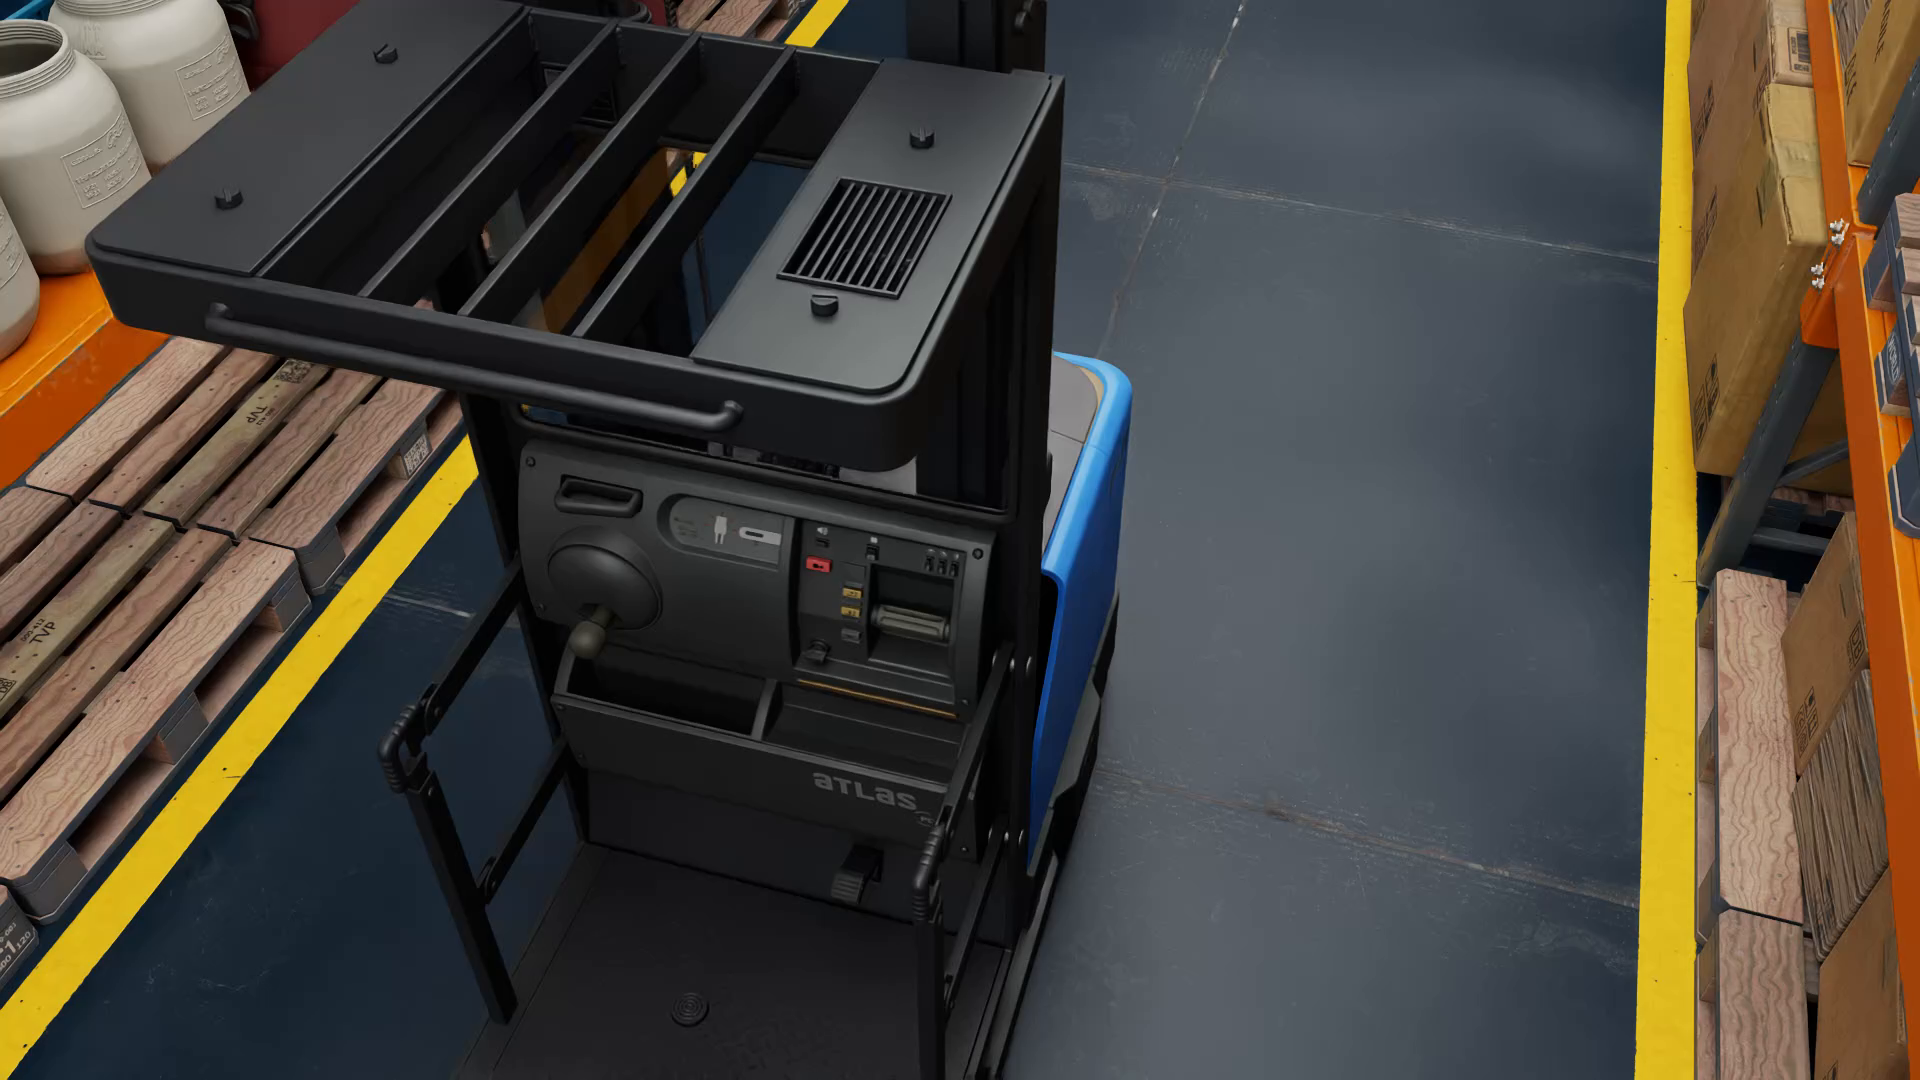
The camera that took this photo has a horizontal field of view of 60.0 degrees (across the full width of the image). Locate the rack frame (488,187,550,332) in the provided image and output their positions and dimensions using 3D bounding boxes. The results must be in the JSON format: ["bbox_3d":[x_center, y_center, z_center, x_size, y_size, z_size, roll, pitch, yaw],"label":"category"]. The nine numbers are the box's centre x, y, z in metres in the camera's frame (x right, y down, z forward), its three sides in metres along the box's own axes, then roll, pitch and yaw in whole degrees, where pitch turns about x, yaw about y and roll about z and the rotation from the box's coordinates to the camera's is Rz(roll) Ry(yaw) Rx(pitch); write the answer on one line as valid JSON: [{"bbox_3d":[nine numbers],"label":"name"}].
[{"bbox_3d":[-1.969,-1.907,5.055,1.000,3.000,0.127,13,46,13],"label":"rack frame"}]

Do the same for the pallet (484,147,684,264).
[{"bbox_3d":[-1.770,-1.445,6.576,1.003,0.211,1.213,13,46,13],"label":"pallet"}]

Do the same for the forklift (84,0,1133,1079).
[{"bbox_3d":[-0.455,0.173,2.978,1.130,2.935,3.031,12,46,12],"label":"forklift"}]

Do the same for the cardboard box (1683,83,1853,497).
[{"bbox_3d":[2.980,-0.705,5.044,1.225,0.875,0.875,11,45,11],"label":"cardboard box"}]

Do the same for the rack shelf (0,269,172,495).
[{"bbox_3d":[-2.575,-0.317,3.944,1.077,0.370,4.000,13,46,13],"label":"rack shelf"}]

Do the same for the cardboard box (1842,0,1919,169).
[{"bbox_3d":[2.665,-1.276,4.337,0.500,0.500,0.500,14,46,14],"label":"cardboard box"}]

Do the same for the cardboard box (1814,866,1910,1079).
[{"bbox_3d":[2.247,1.080,3.474,0.700,0.500,0.500,16,47,16],"label":"cardboard box"}]

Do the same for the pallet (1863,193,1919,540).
[{"bbox_3d":[2.637,-0.292,3.541,1.213,0.211,1.003,13,46,13],"label":"pallet"}]

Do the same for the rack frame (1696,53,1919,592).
[{"bbox_3d":[2.752,-0.858,3.982,1.000,3.000,0.127,13,46,13],"label":"rack frame"}]

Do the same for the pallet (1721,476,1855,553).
[{"bbox_3d":[3.062,-0.371,5.478,1.003,0.211,1.213,13,46,13],"label":"pallet"}]

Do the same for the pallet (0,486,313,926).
[{"bbox_3d":[-2.612,0.408,4.682,1.003,0.211,1.213,13,46,13],"label":"pallet"}]

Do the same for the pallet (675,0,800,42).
[{"bbox_3d":[-1.399,-2.256,7.404,1.003,0.211,1.213,13,46,13],"label":"pallet"}]

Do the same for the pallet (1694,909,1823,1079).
[{"bbox_3d":[2.142,1.469,3.597,1.003,0.211,1.213,13,46,13],"label":"pallet"}]

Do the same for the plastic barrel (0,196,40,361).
[{"bbox_3d":[-2.328,-0.658,3.681,0.433,0.535,0.433,0,44,0],"label":"plastic barrel"}]

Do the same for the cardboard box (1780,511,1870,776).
[{"bbox_3d":[2.568,0.329,4.242,0.700,0.500,0.500,10,45,10],"label":"cardboard box"}]

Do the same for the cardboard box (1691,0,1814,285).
[{"bbox_3d":[3.258,-1.297,5.650,1.225,0.875,0.875,13,46,13],"label":"cardboard box"}]

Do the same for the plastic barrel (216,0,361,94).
[{"bbox_3d":[-1.821,-1.583,4.625,0.600,0.536,0.708,13,46,13],"label":"plastic barrel"}]

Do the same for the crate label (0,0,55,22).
[{"bbox_3d":[-2.527,-1.315,4.424,0.502,0.435,0.616,13,46,13],"label":"crate label"}]

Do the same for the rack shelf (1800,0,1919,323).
[{"bbox_3d":[3.357,-1.934,5.596,1.077,0.370,4.000,13,46,13],"label":"rack shelf"}]

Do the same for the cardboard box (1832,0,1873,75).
[{"bbox_3d":[2.821,-1.607,4.676,0.500,0.500,0.500,12,46,12],"label":"cardboard box"}]

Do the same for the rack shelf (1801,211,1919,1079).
[{"bbox_3d":[2.146,0.732,2.872,1.077,0.370,4.000,13,46,13],"label":"rack shelf"}]

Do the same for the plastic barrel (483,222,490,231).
[{"bbox_3d":[-1.837,-1.612,6.004,0.600,0.830,0.708,13,46,13],"label":"plastic barrel"}]

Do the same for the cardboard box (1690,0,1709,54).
[{"bbox_3d":[3.788,-2.484,6.863,1.225,0.875,0.875,13,46,13],"label":"cardboard box"}]

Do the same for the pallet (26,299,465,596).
[{"bbox_3d":[-2.240,-0.403,5.511,1.003,0.211,1.213,13,46,13],"label":"pallet"}]

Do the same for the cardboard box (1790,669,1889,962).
[{"bbox_3d":[2.412,0.701,3.862,0.700,0.500,0.500,9,45,9],"label":"cardboard box"}]

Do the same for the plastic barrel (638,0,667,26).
[{"bbox_3d":[-1.495,-2.278,6.857,0.600,0.588,0.708,13,46,13],"label":"plastic barrel"}]

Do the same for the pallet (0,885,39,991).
[{"bbox_3d":[-2.979,1.224,3.848,1.003,0.211,1.213,13,46,13],"label":"pallet"}]

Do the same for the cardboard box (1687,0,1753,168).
[{"bbox_3d":[3.518,-1.889,6.254,1.225,0.875,0.875,11,45,11],"label":"cardboard box"}]

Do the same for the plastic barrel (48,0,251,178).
[{"bbox_3d":[-2.077,-1.216,4.268,0.421,0.512,0.421,0,44,0],"label":"plastic barrel"}]

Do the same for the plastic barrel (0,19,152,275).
[{"bbox_3d":[-2.204,-0.936,3.982,0.421,0.512,0.421,0,44,0],"label":"plastic barrel"}]

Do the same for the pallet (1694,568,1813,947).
[{"bbox_3d":[2.513,0.659,4.426,1.003,0.211,1.213,13,46,13],"label":"pallet"}]

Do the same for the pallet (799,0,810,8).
[{"bbox_3d":[-1.031,-3.072,8.238,1.003,0.211,1.213,13,46,13],"label":"pallet"}]
